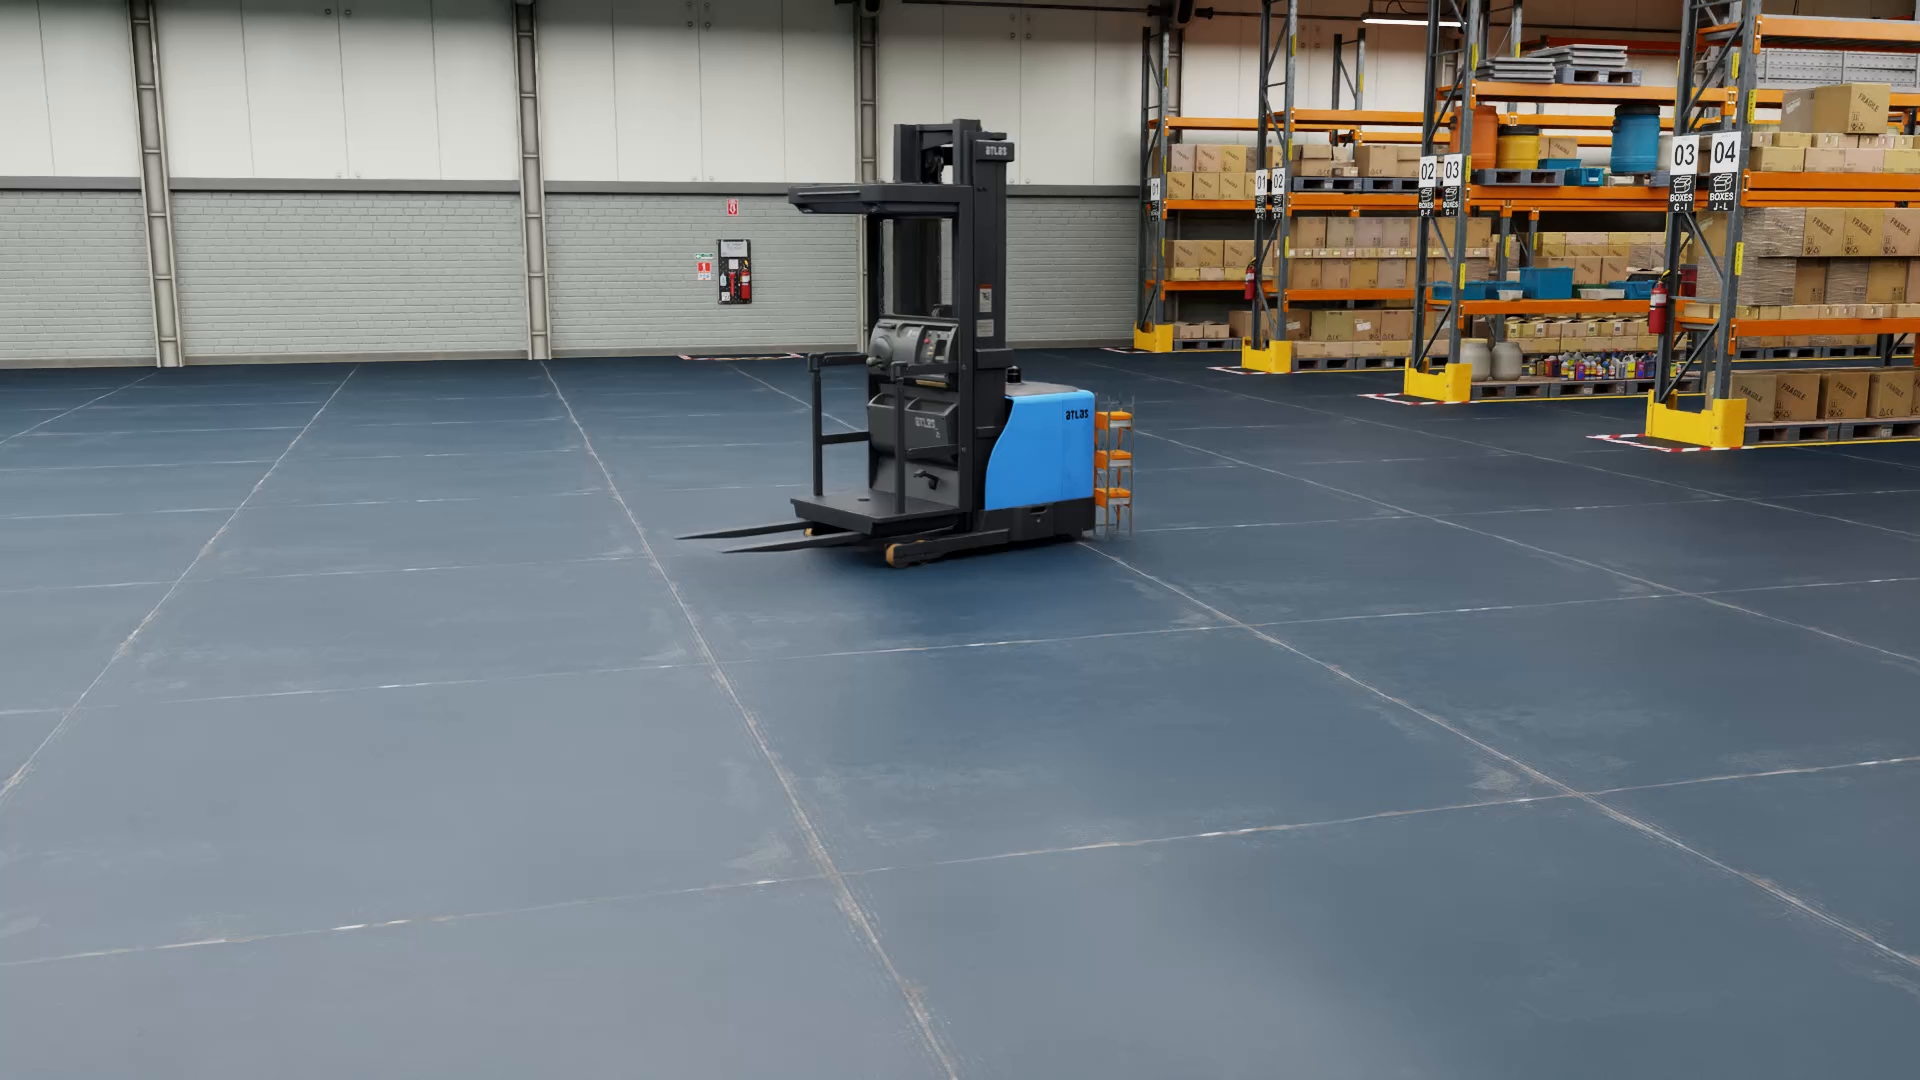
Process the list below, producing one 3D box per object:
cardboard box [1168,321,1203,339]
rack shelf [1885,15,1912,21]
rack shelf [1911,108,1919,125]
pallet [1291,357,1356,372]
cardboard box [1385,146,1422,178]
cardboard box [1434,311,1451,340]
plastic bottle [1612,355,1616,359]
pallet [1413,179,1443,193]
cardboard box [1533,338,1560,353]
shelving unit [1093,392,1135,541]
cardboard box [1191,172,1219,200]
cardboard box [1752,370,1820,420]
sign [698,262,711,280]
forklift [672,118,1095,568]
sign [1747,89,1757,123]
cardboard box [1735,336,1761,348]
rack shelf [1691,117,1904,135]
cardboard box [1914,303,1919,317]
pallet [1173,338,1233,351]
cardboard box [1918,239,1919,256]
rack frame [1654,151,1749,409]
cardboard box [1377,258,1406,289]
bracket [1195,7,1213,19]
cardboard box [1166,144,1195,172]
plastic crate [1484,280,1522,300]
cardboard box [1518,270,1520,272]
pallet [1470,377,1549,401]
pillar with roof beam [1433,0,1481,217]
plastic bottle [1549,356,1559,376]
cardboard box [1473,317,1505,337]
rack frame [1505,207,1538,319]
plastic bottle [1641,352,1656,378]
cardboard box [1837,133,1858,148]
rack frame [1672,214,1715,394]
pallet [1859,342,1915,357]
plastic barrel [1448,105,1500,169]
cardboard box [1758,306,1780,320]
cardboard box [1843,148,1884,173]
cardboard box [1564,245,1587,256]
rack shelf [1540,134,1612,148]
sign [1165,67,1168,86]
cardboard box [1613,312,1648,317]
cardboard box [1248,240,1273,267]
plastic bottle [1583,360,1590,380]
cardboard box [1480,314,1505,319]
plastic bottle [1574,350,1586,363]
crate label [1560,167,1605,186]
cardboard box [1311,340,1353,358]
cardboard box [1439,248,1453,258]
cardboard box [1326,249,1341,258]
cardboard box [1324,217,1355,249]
[{"bbox_3d":[4.315,-4.030,31.866,0.500,0.311,0.500,-4,11,-22],"label":"cardboard box"},{"bbox_3d":[18.456,-9.196,29.950,4.000,0.370,1.077,-3,11,-16],"label":"rack shelf"},{"bbox_3d":[15.996,-6.301,24.510,4.000,0.370,1.077,-3,11,-16],"label":"rack shelf"},{"bbox_3d":[5.736,-2.931,27.383,1.213,0.211,1.003,-3,11,-16],"label":"pallet"},{"bbox_3d":[7.238,-6.199,27.315,0.637,0.503,0.797,-2,11,-10],"label":"cardboard box"},{"bbox_3d":[7.987,-3.597,27.663,0.500,0.500,0.500,-3,11,-16],"label":"cardboard box"},{"bbox_3d":[9.239,-2.475,23.525,0.097,0.271,0.097,0,10,0],"label":"plastic bottle"},{"bbox_3d":[8.042,-5.843,27.458,1.213,0.211,1.003,-3,11,-16],"label":"pallet"},{"bbox_3d":[9.802,-3.316,28.207,0.500,0.250,0.500,-3,11,-15],"label":"cardboard box"},{"bbox_3d":[1.114,-0.534,12.047,0.215,1.050,0.252,-3,11,-16],"label":"shelving unit"},{"bbox_3d":[4.542,-6.646,31.245,0.500,0.500,0.500,-2,11,-12],"label":"cardboard box"},{"bbox_3d":[8.947,-1.576,18.066,0.500,0.500,0.500,0,10,-1],"label":"cardboard box"},{"bbox_3d":[-4.648,-4.888,30.216,0.234,0.329,0.001,-3,11,-16],"label":"sign"},{"bbox_3d":[-0.492,-1.362,11.349,3.031,2.935,1.130,-8,13,-37],"label":"forklift"},{"bbox_3d":[7.931,-4.345,16.662,0.005,0.325,0.100,-3,11,-16],"label":"sign"},{"bbox_3d":[13.713,-3.649,29.271,0.500,0.500,0.500,-3,11,-18],"label":"cardboard box"},{"bbox_3d":[14.615,-7.162,29.188,4.000,0.370,1.077,-3,11,-16],"label":"rack shelf"},{"bbox_3d":[10.281,-2.496,18.014,0.250,0.149,0.380,-3,11,-16],"label":"cardboard box"},{"bbox_3d":[4.488,-3.785,32.021,1.213,0.211,1.003,-3,11,-16],"label":"pallet"},{"bbox_3d":[10.304,-3.302,17.840,0.500,0.500,0.500,-3,11,-16],"label":"cardboard box"},{"bbox_3d":[7.779,-2.534,17.526,0.127,3.000,1.000,-3,11,-16],"label":"rack frame"},{"bbox_3d":[6.951,-4.406,27.416,0.500,0.500,0.700,-3,11,-14],"label":"cardboard box"},{"bbox_3d":[4.553,-9.983,31.477,0.430,0.232,0.235,-3,11,-16],"label":"bracket"},{"bbox_3d":[4.063,-7.120,31.061,0.500,0.500,0.500,-4,11,-20],"label":"cardboard box"},{"bbox_3d":[7.416,-3.431,22.809,0.408,0.251,0.499,-3,11,-16],"label":"plastic crate"},{"bbox_3d":[9.647,-4.469,28.408,0.258,0.266,0.396,-3,11,-17],"label":"cardboard box"},{"bbox_3d":[7.236,-2.076,22.739,1.213,0.211,1.003,-3,11,-16],"label":"pallet"},{"bbox_3d":[11.020,-7.809,29.608,0.548,9.000,9.100,-3,11,-16],"label":"pillar with roof beam"},{"bbox_3d":[8.315,-2.434,23.270,0.133,0.283,0.061,-3,11,-16],"label":"plastic bottle"},{"bbox_3d":[9.163,-3.659,28.523,0.500,0.311,0.500,-3,11,-16],"label":"cardboard box"},{"bbox_3d":[11.307,-5.522,33.757,0.127,3.000,1.000,-3,11,-16],"label":"rack frame"},{"bbox_3d":[9.513,-2.419,23.000,0.185,0.351,0.144,-4,11,-19],"label":"plastic bottle"},{"bbox_3d":[9.108,-4.149,17.325,0.250,0.149,0.380,-3,11,-16],"label":"cardboard box"},{"bbox_3d":[10.235,-3.597,23.302,0.127,3.000,1.000,-3,11,-16],"label":"rack frame"},{"bbox_3d":[17.195,-3.526,30.620,1.213,0.211,1.003,-3,11,-16],"label":"pallet"},{"bbox_3d":[6.826,-5.335,22.108,0.708,0.830,0.600,-3,11,-16],"label":"plastic barrel"},{"bbox_3d":[8.364,-2.393,17.452,0.250,0.149,0.380,-3,11,-16],"label":"cardboard box"},{"bbox_3d":[9.284,-3.966,17.436,0.500,0.250,0.500,-3,11,-16],"label":"cardboard box"},{"bbox_3d":[12.350,-5.732,33.746,0.500,0.500,0.500,-3,11,-14],"label":"cardboard box"},{"bbox_3d":[13.227,-8.023,33.865,4.000,0.370,1.077,-3,11,-16],"label":"rack shelf"},{"bbox_3d":[3.777,-8.471,30.410,0.005,0.325,0.100,-3,11,-16],"label":"sign"},{"bbox_3d":[13.707,-4.773,34.464,0.750,0.750,0.750,-3,11,-14],"label":"cardboard box"},{"bbox_3d":[5.635,-5.470,31.764,0.500,0.500,0.500,-3,11,-14],"label":"cardboard box"},{"bbox_3d":[8.551,-2.324,22.708,0.097,0.271,0.097,0,10,0],"label":"plastic bottle"},{"bbox_3d":[10.630,-4.463,33.696,0.500,0.500,0.700,-3,11,-15],"label":"cardboard box"},{"bbox_3d":[8.755,-2.511,23.503,0.185,0.351,0.144,-3,11,-16],"label":"plastic bottle"},{"bbox_3d":[8.284,-4.834,22.147,0.408,0.251,0.502,-3,11,-16],"label":"crate label"},{"bbox_3d":[6.070,-3.125,27.170,0.500,0.250,0.500,-3,11,-16],"label":"cardboard box"},{"bbox_3d":[7.912,-4.736,27.422,0.250,0.149,0.380,-3,11,-16],"label":"cardboard box"},{"bbox_3d":[5.943,-4.633,26.860,0.250,0.149,0.380,-3,11,-16],"label":"cardboard box"},{"bbox_3d":[6.020,-4.995,27.035,0.500,0.500,0.700,-3,11,-17],"label":"cardboard box"}]
